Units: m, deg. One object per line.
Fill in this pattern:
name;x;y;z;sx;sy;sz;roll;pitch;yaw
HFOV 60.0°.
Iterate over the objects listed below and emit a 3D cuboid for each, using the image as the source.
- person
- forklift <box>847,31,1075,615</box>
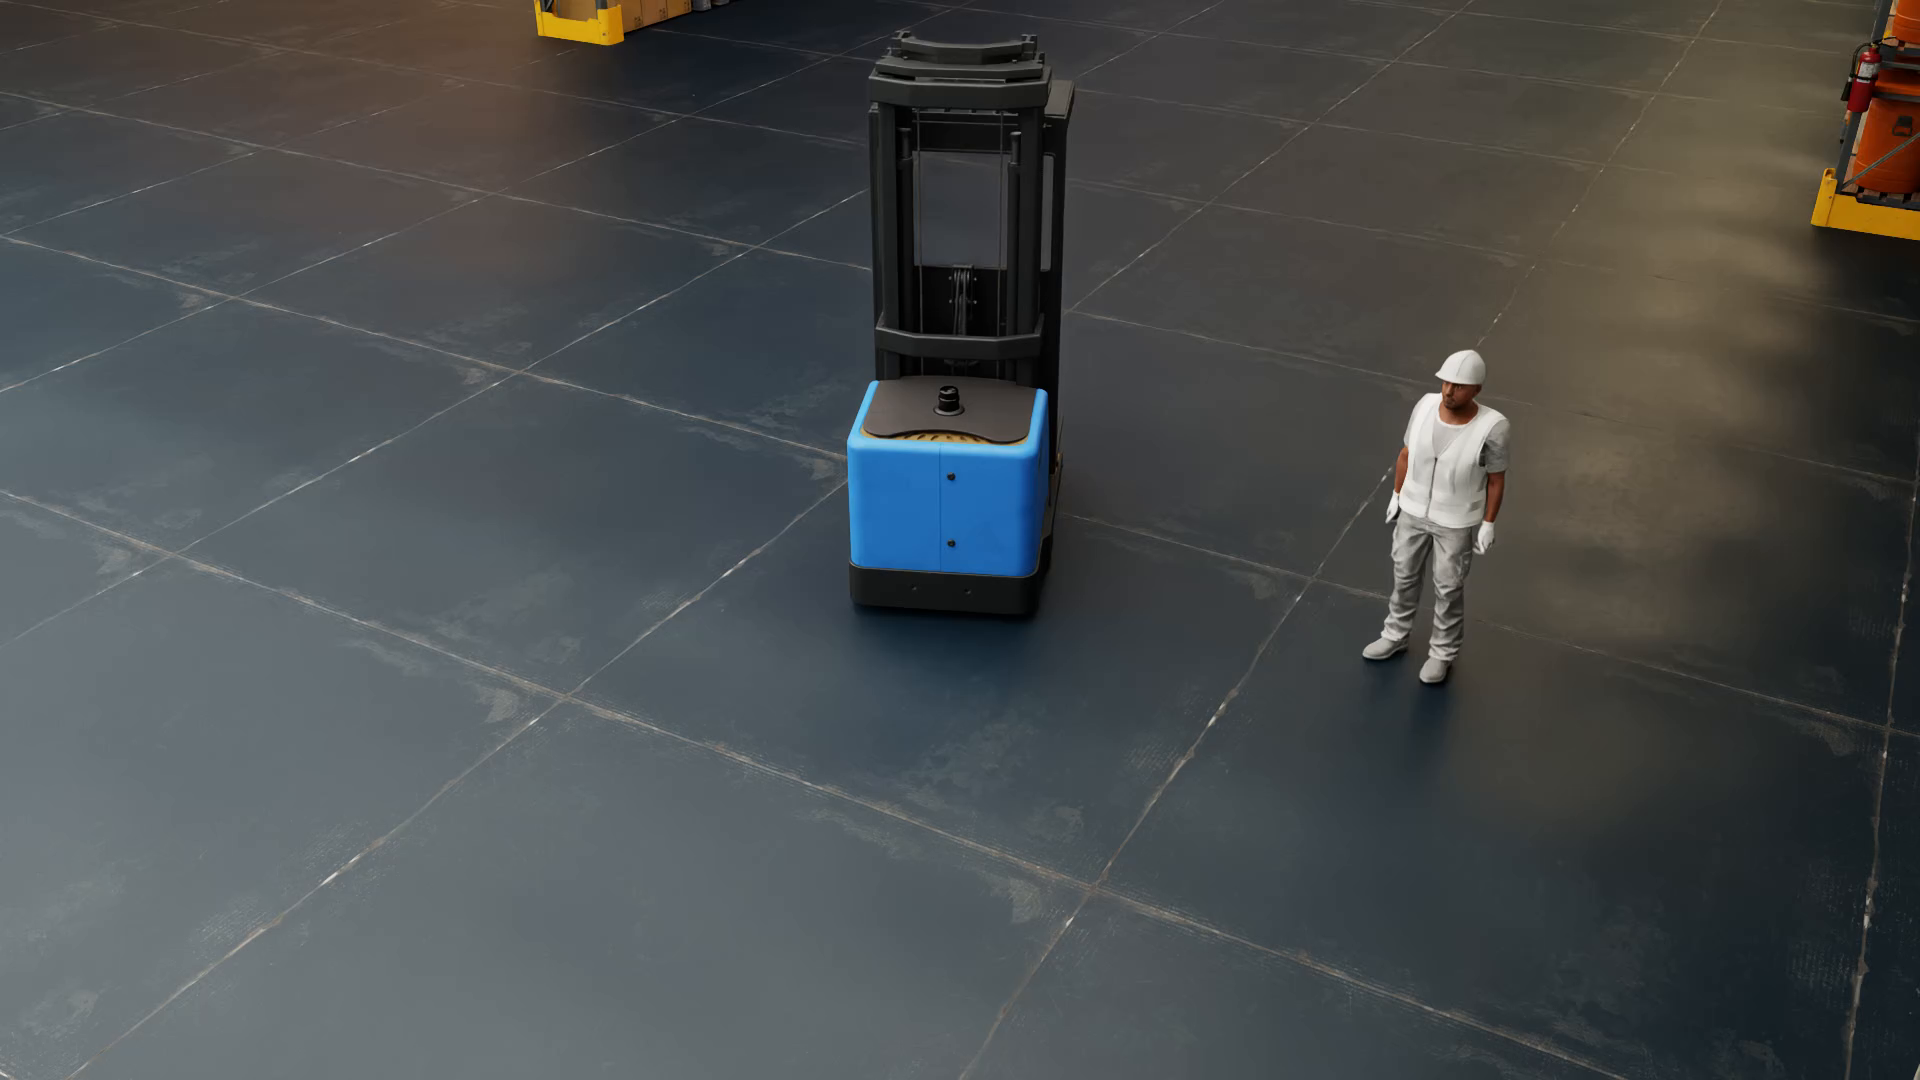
person;2.433;-0.124;8.434;0.582;1.789;0.361;23;37;34
forklift;0.072;-1.572;9.794;1.130;2.935;3.031;3;30;6
